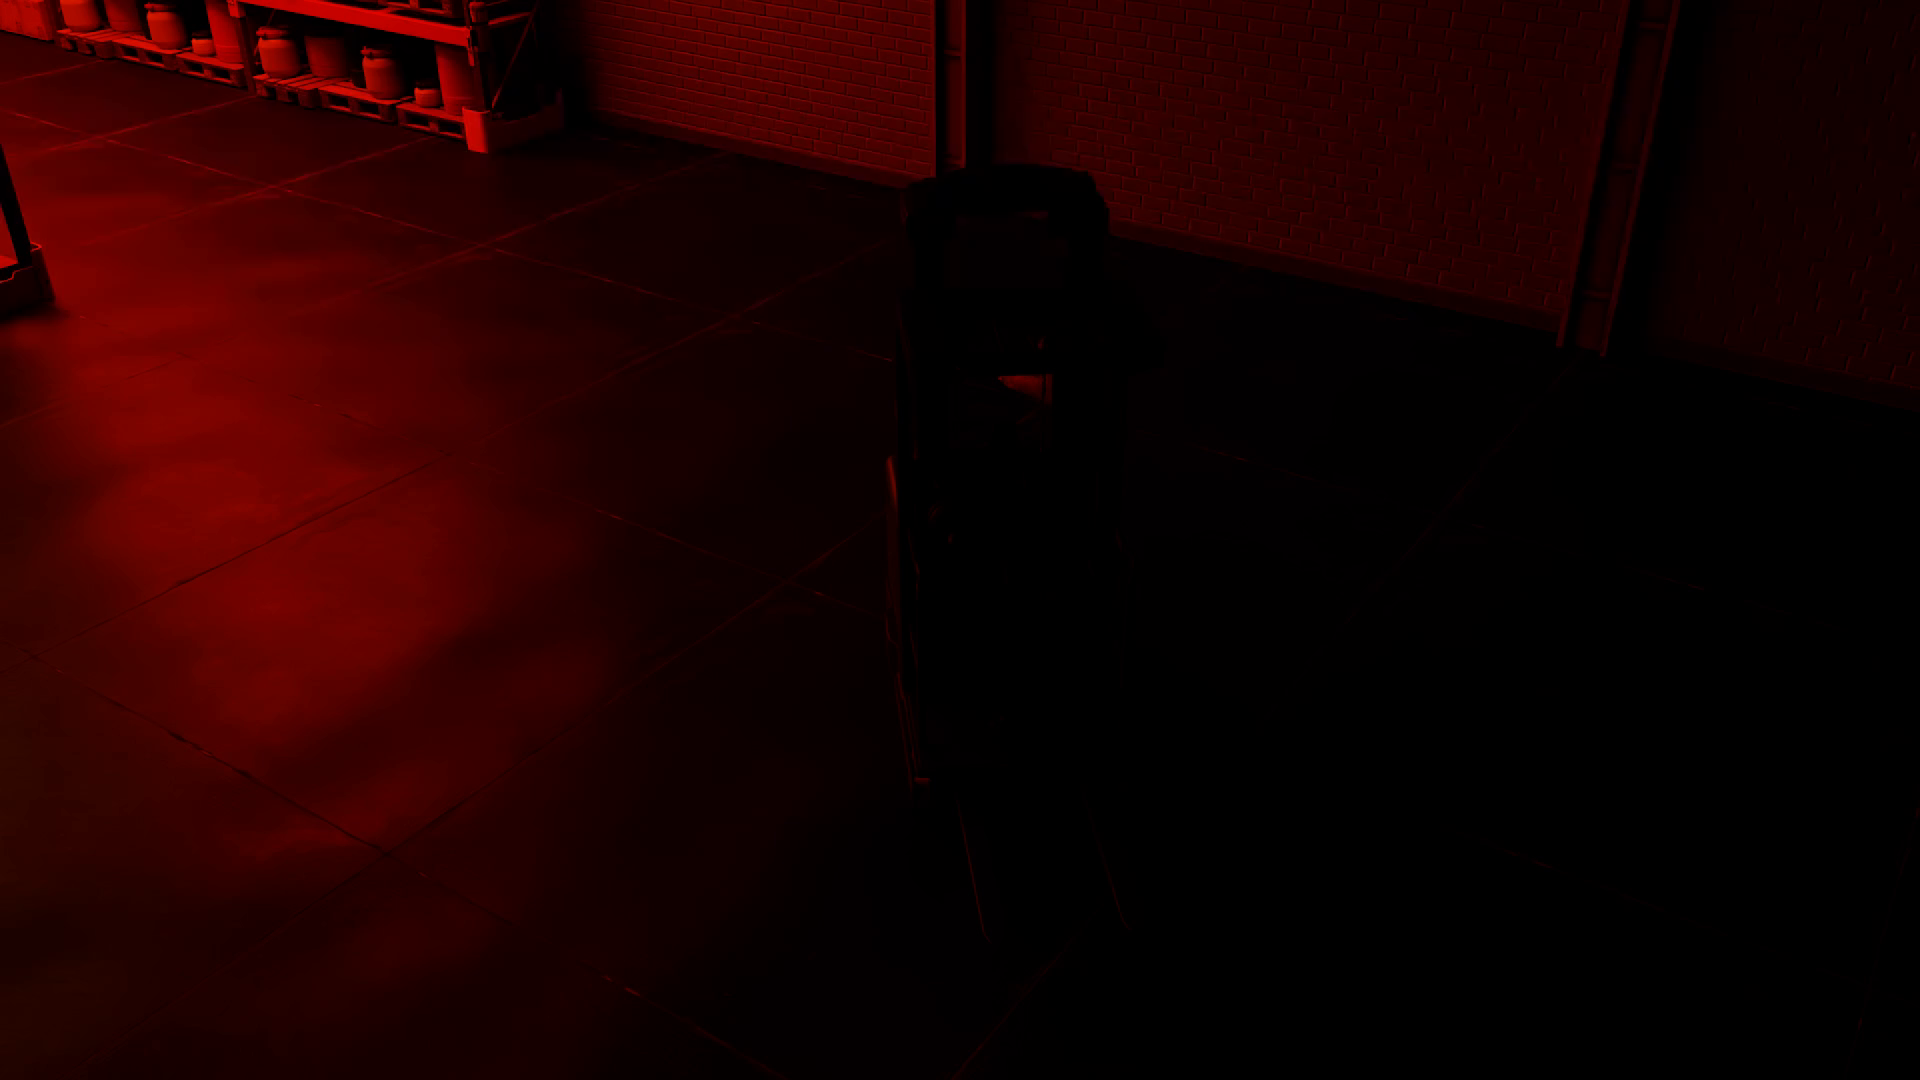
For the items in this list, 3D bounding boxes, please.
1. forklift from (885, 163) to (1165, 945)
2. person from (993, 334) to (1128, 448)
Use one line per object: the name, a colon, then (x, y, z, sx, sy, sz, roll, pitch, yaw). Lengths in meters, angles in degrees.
forklift: (0.271, -0.127, 7.801, 1.130, 2.935, 3.031, -4, 30, -6)
person: (0.621, -0.790, 10.484, 0.858, 1.446, 1.003, -19, 35, -29)
